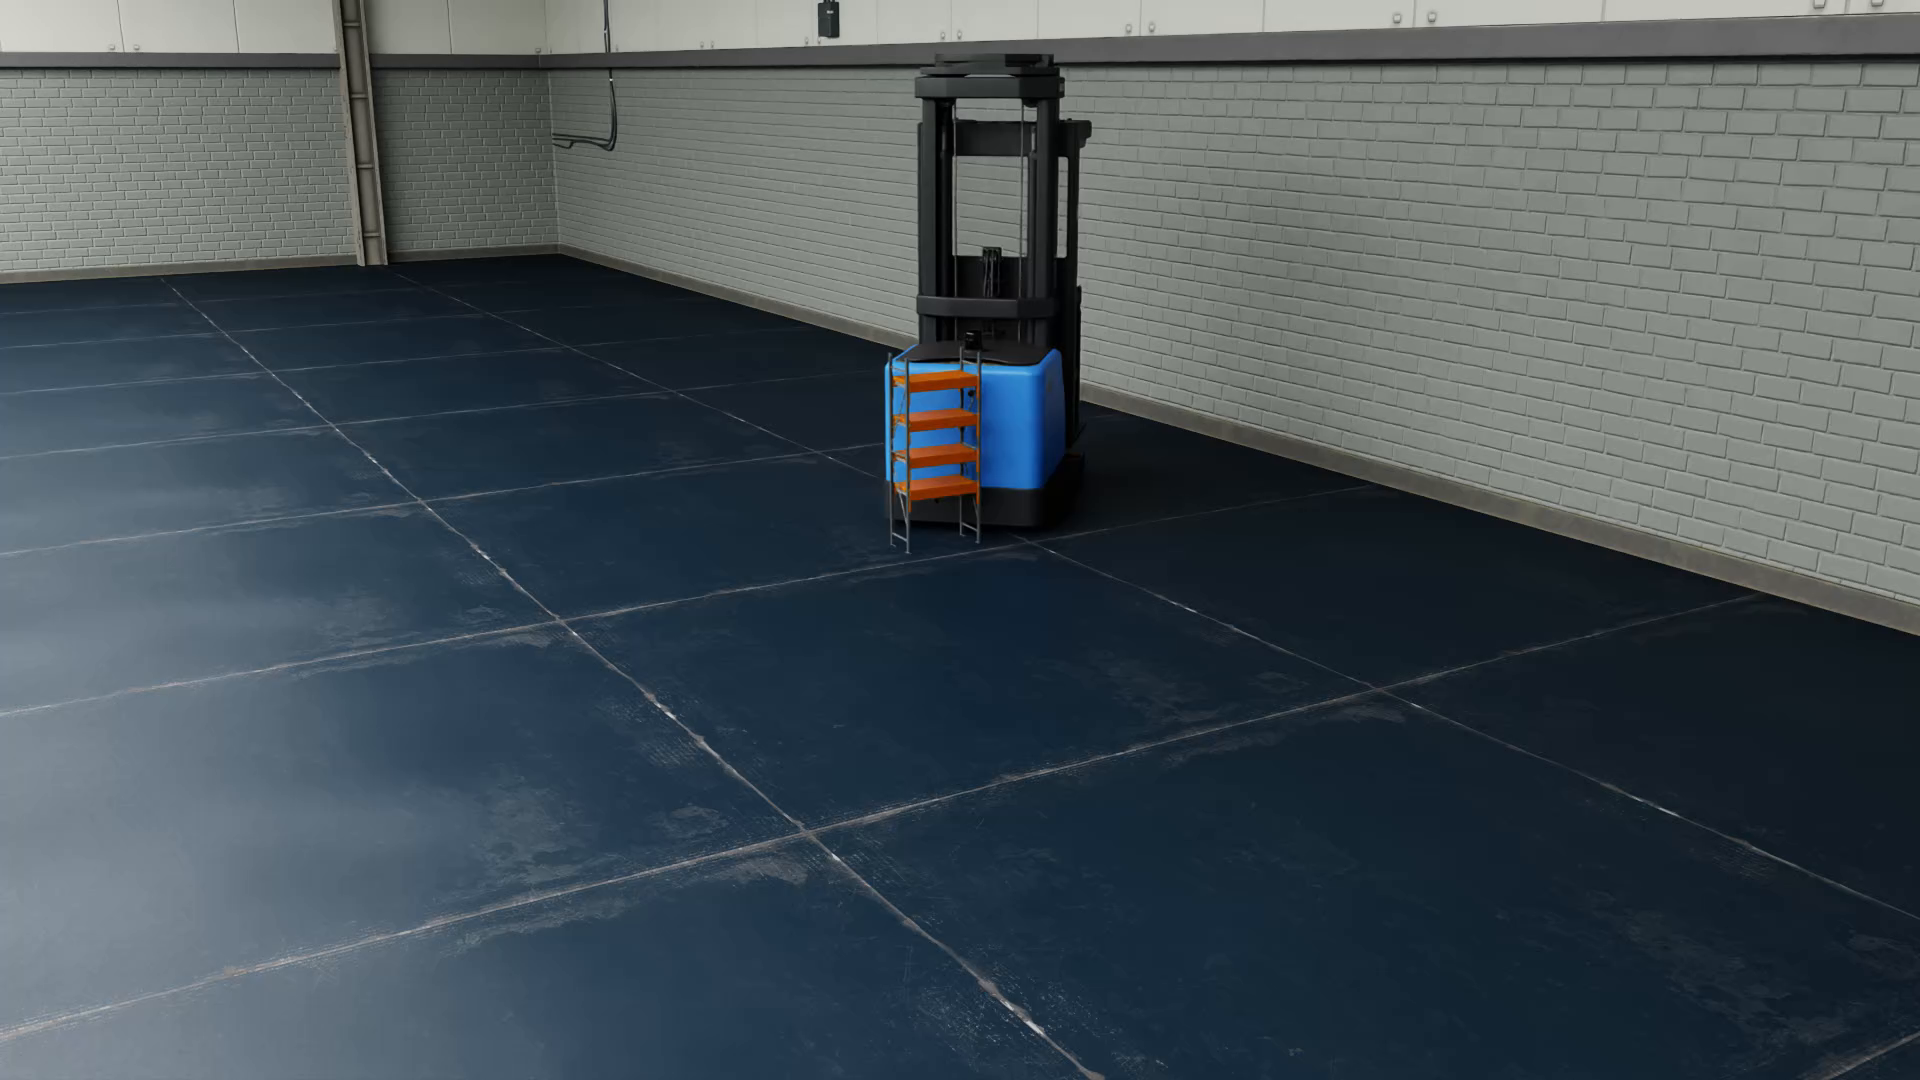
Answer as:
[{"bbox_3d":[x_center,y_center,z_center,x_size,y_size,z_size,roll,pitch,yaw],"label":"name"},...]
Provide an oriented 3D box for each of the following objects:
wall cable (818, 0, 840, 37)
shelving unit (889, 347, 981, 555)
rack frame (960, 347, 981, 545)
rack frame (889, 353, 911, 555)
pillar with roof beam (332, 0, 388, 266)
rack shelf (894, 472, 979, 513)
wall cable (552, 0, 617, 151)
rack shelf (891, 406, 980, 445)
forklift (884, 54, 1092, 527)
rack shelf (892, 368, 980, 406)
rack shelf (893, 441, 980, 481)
[{"bbox_3d":[-0.917,-8.100,16.332,0.169,6.003,2.305,-9,18,-30],"label":"wall cable"},{"bbox_3d":[-0.151,-0.547,10.139,0.503,1.200,0.258,-8,18,-28],"label":"shelving unit"},{"bbox_3d":[0.063,-0.579,10.252,0.015,1.200,0.240,-8,18,-28],"label":"rack frame"},{"bbox_3d":[-0.365,-0.515,10.026,0.015,1.200,0.240,-8,18,-28],"label":"rack frame"},{"bbox_3d":[-6.782,-7.561,20.711,0.400,9.000,9.100,-9,18,-30],"label":"pillar with roof beam"},{"bbox_3d":[-0.151,-0.291,10.211,0.480,0.148,0.258,-8,18,-28],"label":"rack shelf"},{"bbox_3d":[-5.793,-7.166,25.053,0.112,2.526,3.097,-9,18,-30],"label":"wall cable"},{"bbox_3d":[-0.151,-0.698,10.097,0.480,0.148,0.258,-8,18,-28],"label":"rack shelf"},{"bbox_3d":[0.303,-1.848,11.573,1.130,2.935,3.031,3,16,11],"label":"forklift"},{"bbox_3d":[-0.151,-0.926,10.033,0.480,0.148,0.258,-8,18,-28],"label":"rack shelf"},{"bbox_3d":[-0.151,-0.482,10.157,0.480,0.148,0.258,-8,18,-28],"label":"rack shelf"}]
